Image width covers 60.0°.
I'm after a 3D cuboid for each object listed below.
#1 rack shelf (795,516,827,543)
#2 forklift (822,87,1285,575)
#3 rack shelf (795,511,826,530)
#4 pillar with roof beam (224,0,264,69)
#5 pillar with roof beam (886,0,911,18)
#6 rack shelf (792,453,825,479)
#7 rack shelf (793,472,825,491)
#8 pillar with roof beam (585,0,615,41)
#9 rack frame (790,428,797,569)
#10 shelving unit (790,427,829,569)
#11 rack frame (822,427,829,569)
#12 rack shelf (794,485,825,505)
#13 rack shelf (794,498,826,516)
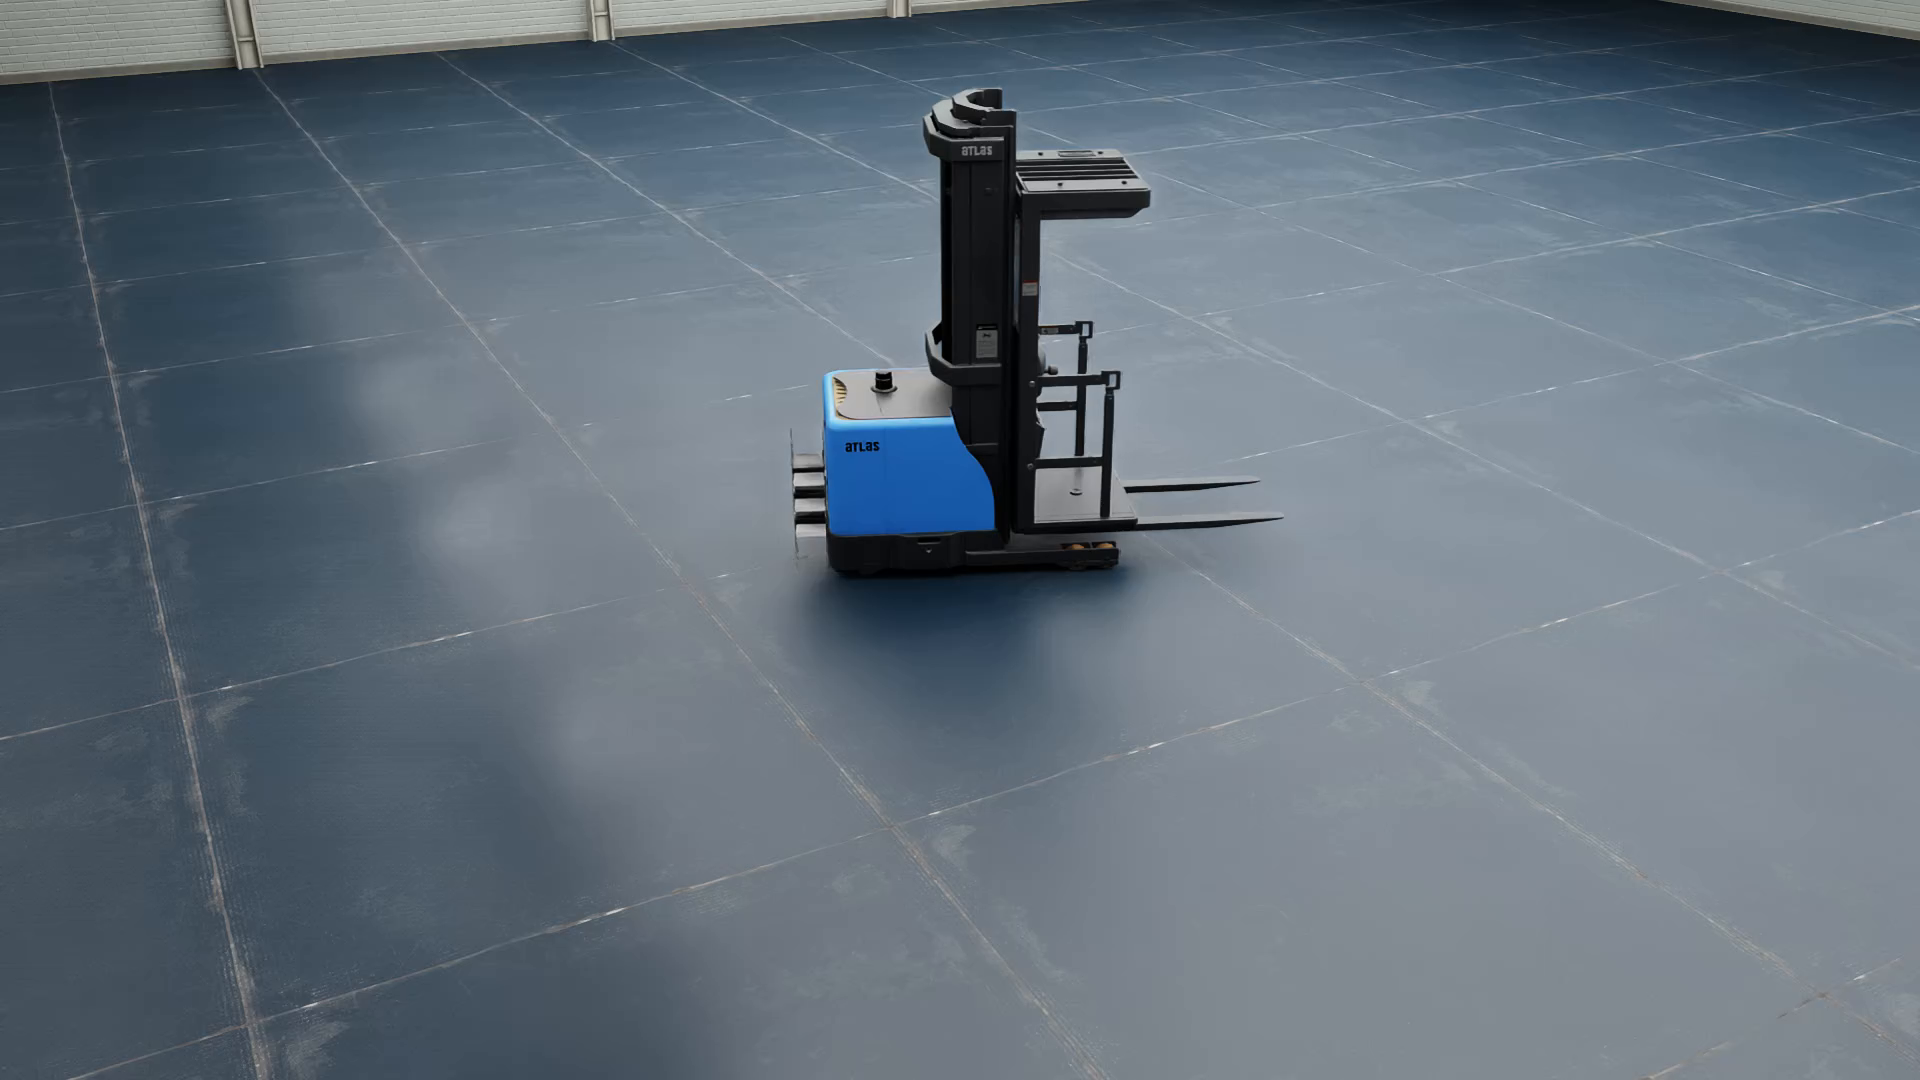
[{"bbox_3d":[-0.973,-0.073,10.855,0.200,0.077,0.258,-2,26,-5],"label":"rack shelf"},{"bbox_3d":[0.620,-1.349,10.672,3.031,2.935,1.130,-3,26,-5],"label":"forklift"},{"bbox_3d":[-0.973,-0.154,10.816,0.200,0.077,0.258,-2,26,-5],"label":"rack shelf"},{"bbox_3d":[-9.764,-10.270,22.244,0.400,9.000,9.100,-13,29,-25],"label":"pillar with roof beam"},{"bbox_3d":[0.824,-12.714,27.334,0.400,9.000,9.100,-13,29,-25],"label":"pillar with roof beam"},{"bbox_3d":[-0.973,-0.479,10.660,0.200,0.077,0.258,-2,26,-5],"label":"rack shelf"},{"bbox_3d":[-0.973,-0.397,10.699,0.200,0.077,0.258,-2,26,-5],"label":"rack shelf"},{"bbox_3d":[-4.470,-11.492,24.789,0.400,9.000,9.100,-13,29,-25],"label":"pillar with roof beam"},{"bbox_3d":[-1.074,-0.261,10.754,0.006,0.900,0.240,-2,26,-5],"label":"rack frame"},{"bbox_3d":[-0.973,-0.265,10.763,0.210,0.900,0.258,-2,26,-5],"label":"shelving unit"},{"bbox_3d":[-0.872,-0.269,10.772,0.006,0.900,0.240,-2,26,-5],"label":"rack frame"},{"bbox_3d":[-0.973,-0.316,10.738,0.200,0.077,0.258,-2,26,-5],"label":"rack shelf"},{"bbox_3d":[-0.973,-0.235,10.777,0.200,0.077,0.258,-2,26,-5],"label":"rack shelf"}]
